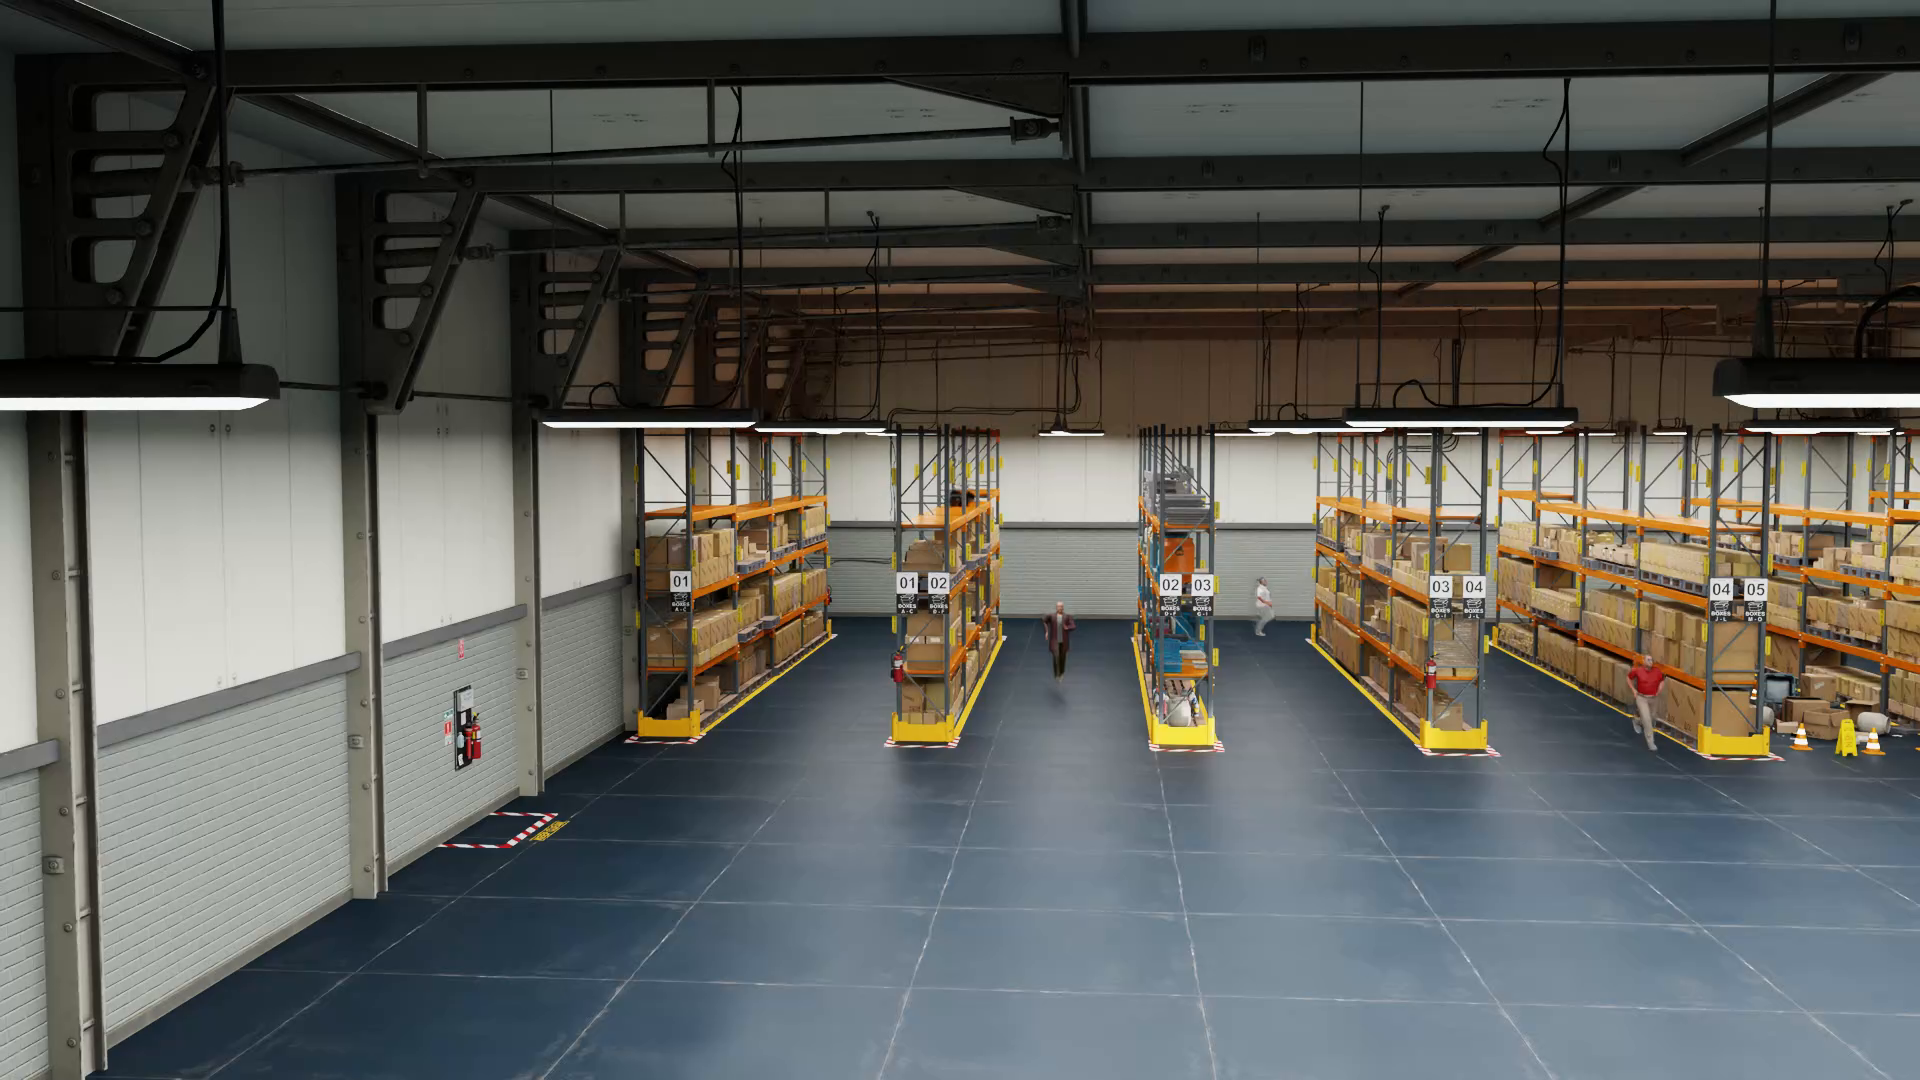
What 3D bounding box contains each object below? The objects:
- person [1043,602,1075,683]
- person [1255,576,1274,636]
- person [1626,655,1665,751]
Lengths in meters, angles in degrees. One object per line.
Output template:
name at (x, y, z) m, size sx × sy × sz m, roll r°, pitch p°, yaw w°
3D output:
person at (2.227, 2.295, 37.185) m, size 0.704 × 1.830 × 1.005 m, roll 0°, pitch 3°, yaw -3°
person at (8.874, 1.911, 48.428) m, size 0.531 × 1.742 × 0.673 m, roll 1°, pitch 4°, yaw 22°
person at (12.802, 3.006, 30.997) m, size 0.624 × 1.756 × 1.125 m, roll 0°, pitch 3°, yaw -6°
